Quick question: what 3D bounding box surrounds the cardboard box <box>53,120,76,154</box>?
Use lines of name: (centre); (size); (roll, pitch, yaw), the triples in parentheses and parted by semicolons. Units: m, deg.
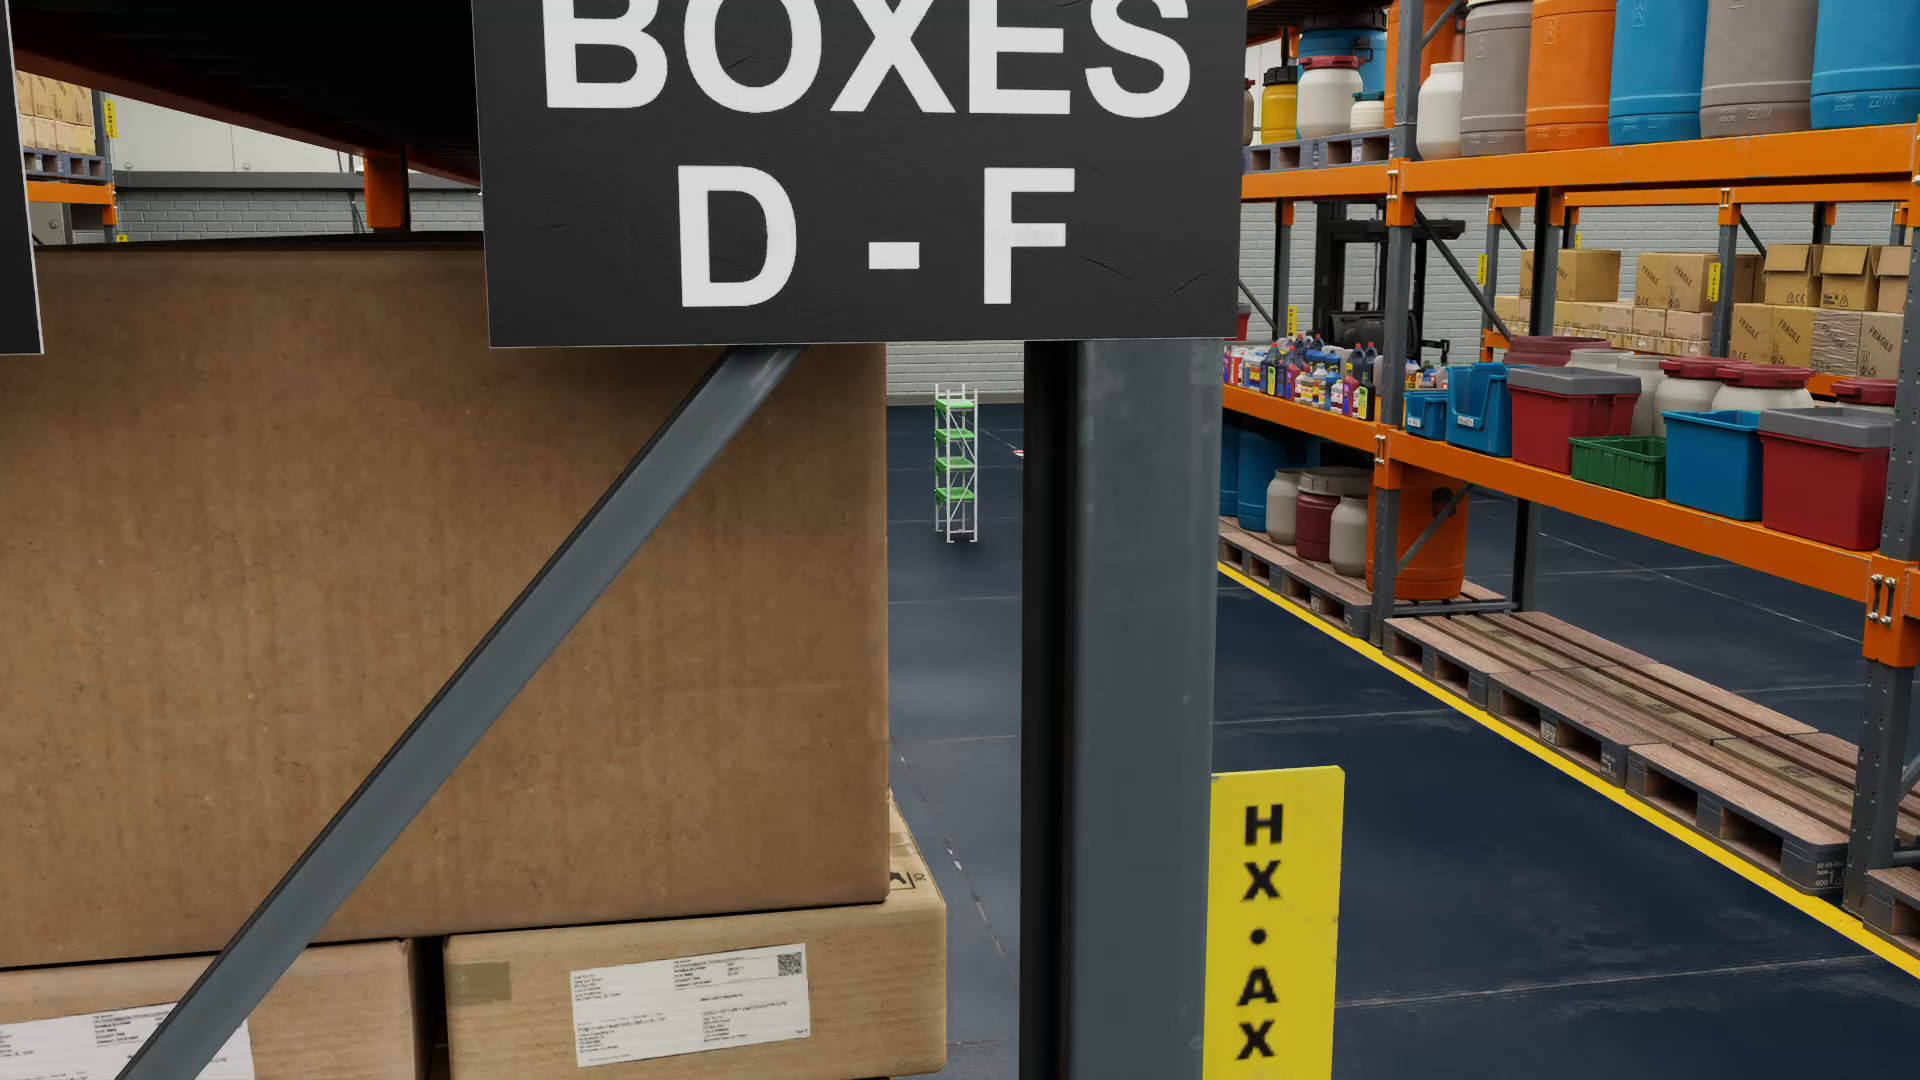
cardboard box: (-7.821, -3.403, 14.041); (0.500, 0.250, 0.500); (-3, 11, -13)

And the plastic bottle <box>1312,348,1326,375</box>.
plastic bottle: (2.640, -1.279, 12.236); (0.097, 0.271, 0.097); (0, 11, 0)

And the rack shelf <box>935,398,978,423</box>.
rack shelf: (-0.032, -1.029, 13.166); (0.258, 0.148, 0.480); (-2, 11, -11)

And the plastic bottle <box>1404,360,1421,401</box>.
plastic bottle: (3.024, -1.063, 11.101); (0.097, 0.271, 0.097); (0, 11, 0)

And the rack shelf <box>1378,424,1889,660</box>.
rack shelf: (3.337, -0.141, 7.837); (1.077, 0.370, 4.000); (-2, 11, -11)

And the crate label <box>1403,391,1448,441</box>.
crate label: (2.662, -0.688, 9.235); (0.303, 0.233, 0.416); (-2, 11, -11)

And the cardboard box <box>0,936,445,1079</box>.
cardboard box: (-0.617, 0.355, 1.307); (0.380, 0.149, 0.250); (-2, 11, -12)

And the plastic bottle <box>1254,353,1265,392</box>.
plastic bottle: (2.126, -1.180, 11.718); (0.097, 0.271, 0.097); (0, 11, 0)

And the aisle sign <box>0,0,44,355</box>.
aisle sign: (-0.631, -0.468, 0.683); (0.394, 0.787, 0.004); (-2, 11, -11)

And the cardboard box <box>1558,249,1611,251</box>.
cardboard box: (6.603, -2.869, 17.849); (0.500, 0.500, 0.500); (-2, 11, -10)

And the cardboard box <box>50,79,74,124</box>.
cardboard box: (-7.829, -3.775, 13.990); (0.500, 0.500, 0.500); (-2, 11, -9)

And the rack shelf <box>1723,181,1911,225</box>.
rack shelf: (7.417, -2.528, 12.357); (1.077, 0.370, 4.000); (-2, 11, -11)

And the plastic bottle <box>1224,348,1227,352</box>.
plastic bottle: (1.957, -1.368, 12.691); (0.152, 0.276, 0.135); (-2, 11, -11)

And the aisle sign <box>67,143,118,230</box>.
aisle sign: (-8.046, -3.269, 15.396); (0.394, 0.787, 0.004); (-2, 11, -11)

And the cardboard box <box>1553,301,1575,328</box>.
cardboard box: (6.281, -2.295, 16.839); (0.500, 0.250, 0.500); (-2, 11, -13)

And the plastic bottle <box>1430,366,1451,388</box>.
plastic bottle: (3.091, -0.976, 10.633); (0.152, 0.276, 0.135); (-2, 11, -11)

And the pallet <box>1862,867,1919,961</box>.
pallet: (3.816, 1.367, 5.448); (1.003, 0.211, 1.213); (-2, 11, -11)

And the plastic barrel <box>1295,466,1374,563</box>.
plastic barrel: (2.616, -0.179, 11.439); (0.600, 0.588, 0.708); (-2, 11, -11)

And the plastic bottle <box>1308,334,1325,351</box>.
plastic bottle: (2.706, -1.380, 12.554); (0.144, 0.351, 0.185); (-2, 11, -11)

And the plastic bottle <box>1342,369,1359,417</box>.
plastic bottle: (2.406, -0.904, 10.238); (0.061, 0.283, 0.133); (-2, 11, -11)

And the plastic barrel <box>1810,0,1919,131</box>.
plastic barrel: (3.414, -1.932, 5.963); (0.600, 0.901, 0.708); (-2, 11, -11)

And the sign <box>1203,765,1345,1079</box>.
sign: (0.190, 0.303, 1.057); (0.100, 0.325, 0.005); (-2, 11, -11)

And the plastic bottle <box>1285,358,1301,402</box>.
plastic bottle: (2.228, -1.072, 11.117); (0.061, 0.283, 0.133); (-2, 11, -11)

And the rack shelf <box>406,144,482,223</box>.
rack shelf: (-1.523, -1.435, 6.613); (1.077, 0.370, 4.000); (-2, 11, -11)

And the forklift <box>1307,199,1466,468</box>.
forklift: (4.159, -2.069, 16.228); (1.130, 2.935, 3.031); (-3, 11, -17)

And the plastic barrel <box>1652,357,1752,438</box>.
plastic barrel: (3.528, -0.591, 7.917); (0.433, 0.535, 0.433); (0, 11, 0)

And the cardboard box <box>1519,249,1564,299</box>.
cardboard box: (6.176, -2.759, 17.272); (0.500, 0.500, 0.500); (-2, 11, -12)

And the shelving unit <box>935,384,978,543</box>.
shelving unit: (-0.032, -0.620, 13.244); (0.258, 1.200, 0.503); (-2, 11, -11)

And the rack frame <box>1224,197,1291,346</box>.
rack frame: (2.170, -1.594, 13.551); (1.000, 3.000, 0.127); (-2, 11, -11)

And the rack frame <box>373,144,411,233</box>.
rack frame: (-1.134, 0.052, 4.899); (1.000, 3.000, 0.127); (-2, 11, -11)

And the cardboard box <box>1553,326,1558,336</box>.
cardboard box: (6.197, -2.119, 16.980); (0.380, 0.149, 0.250); (-2, 11, -12)

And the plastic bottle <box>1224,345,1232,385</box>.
plastic bottle: (1.995, -1.291, 12.271); (0.061, 0.283, 0.133); (-2, 11, -11)

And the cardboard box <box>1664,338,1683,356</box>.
cardboard box: (6.597, -1.742, 15.001); (0.380, 0.149, 0.250); (-2, 11, -10)

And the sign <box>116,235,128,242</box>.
sign: (-7.791, -2.670, 15.473); (0.100, 0.325, 0.005); (-2, 11, -11)

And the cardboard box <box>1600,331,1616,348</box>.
cardboard box: (6.397, -1.931, 15.990); (0.380, 0.149, 0.250); (-2, 11, -12)

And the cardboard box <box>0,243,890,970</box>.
cardboard box: (-0.444, 0.004, 1.418); (0.700, 0.500, 0.500); (-2, 11, -11)

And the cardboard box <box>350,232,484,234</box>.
cardboard box: (-0.845, -0.368, 3.373); (0.700, 0.500, 0.500); (-2, 11, -11)

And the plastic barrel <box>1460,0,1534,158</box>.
plastic barrel: (2.895, -2.422, 8.537); (0.600, 0.901, 0.600); (0, 11, 0)

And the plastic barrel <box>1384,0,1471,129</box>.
plastic barrel: (2.840, -2.856, 9.884); (0.600, 0.830, 0.708); (-2, 11, -11)

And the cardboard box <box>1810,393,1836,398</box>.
cardboard box: (7.172, -0.820, 14.044); (1.225, 0.875, 0.875); (-2, 11, -11)

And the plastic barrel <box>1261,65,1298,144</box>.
plastic barrel: (2.546, -3.207, 12.373); (0.600, 0.588, 0.600); (0, 11, 0)

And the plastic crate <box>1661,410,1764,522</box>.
plastic crate: (3.206, -0.310, 6.847); (0.392, 0.384, 0.575); (-2, 11, -11)

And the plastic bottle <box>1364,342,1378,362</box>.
plastic bottle: (2.884, -1.211, 11.671); (0.144, 0.351, 0.185); (-2, 11, -11)

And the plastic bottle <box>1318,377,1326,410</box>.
plastic bottle: (2.344, -0.940, 10.642); (0.097, 0.201, 0.097); (0, 11, 0)

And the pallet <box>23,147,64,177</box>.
pallet: (-7.931, -3.038, 13.350); (1.003, 0.211, 1.213); (-2, 11, -11)

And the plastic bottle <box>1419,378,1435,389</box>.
plastic bottle: (2.972, -0.931, 10.598); (0.097, 0.201, 0.097); (0, 11, 0)

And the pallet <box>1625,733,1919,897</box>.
pallet: (3.535, 1.100, 6.852); (1.003, 0.211, 1.213); (-2, 11, -11)

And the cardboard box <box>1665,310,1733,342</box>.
cardboard box: (6.685, -1.918, 14.859); (0.500, 0.250, 0.500); (-2, 11, -12)

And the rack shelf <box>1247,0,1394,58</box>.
rack shelf: (2.559, -3.625, 11.168); (1.077, 0.370, 4.000); (-2, 11, -11)

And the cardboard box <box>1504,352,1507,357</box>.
cardboard box: (6.453, -1.556, 17.910); (0.875, 0.875, 0.875); (-2, 11, -11)

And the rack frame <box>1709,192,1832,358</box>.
rack frame: (7.028, -1.775, 14.497); (1.000, 3.000, 0.127); (-2, 11, -11)

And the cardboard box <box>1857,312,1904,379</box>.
cardboard box: (7.174, -1.452, 12.534); (0.500, 0.500, 0.500); (-2, 11, -10)
